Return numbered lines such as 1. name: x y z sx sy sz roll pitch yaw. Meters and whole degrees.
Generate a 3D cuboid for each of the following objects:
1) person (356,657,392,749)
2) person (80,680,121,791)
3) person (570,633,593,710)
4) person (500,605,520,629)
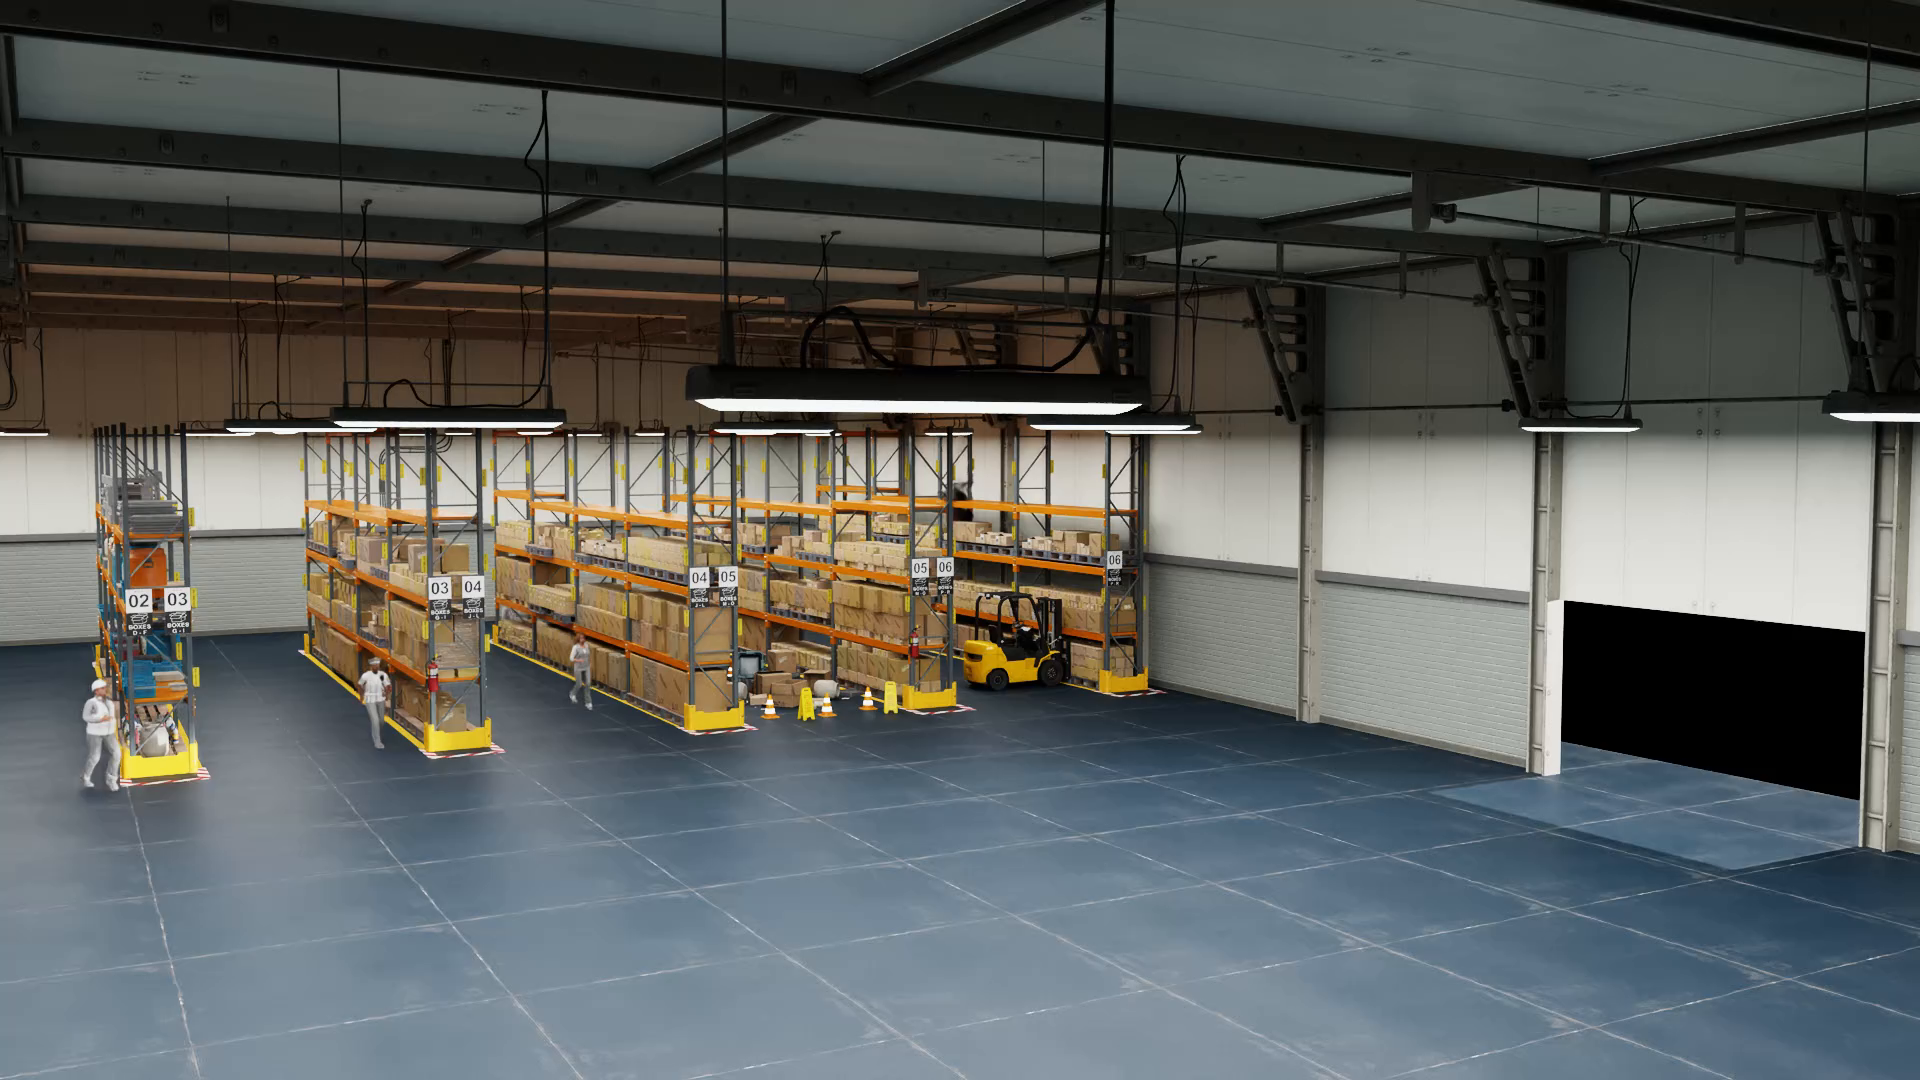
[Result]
1. person: -10.892 2.996 30.932 0.600 1.669 0.835 -2 4 -31
2. person: -14.029 3.194 27.160 0.686 1.828 0.656 1 4 23
3. person: -8.057 2.777 35.360 0.538 1.602 0.877 -3 4 -39
4. person: -13.028 1.887 48.044 0.981 1.767 0.675 -3 5 -44
